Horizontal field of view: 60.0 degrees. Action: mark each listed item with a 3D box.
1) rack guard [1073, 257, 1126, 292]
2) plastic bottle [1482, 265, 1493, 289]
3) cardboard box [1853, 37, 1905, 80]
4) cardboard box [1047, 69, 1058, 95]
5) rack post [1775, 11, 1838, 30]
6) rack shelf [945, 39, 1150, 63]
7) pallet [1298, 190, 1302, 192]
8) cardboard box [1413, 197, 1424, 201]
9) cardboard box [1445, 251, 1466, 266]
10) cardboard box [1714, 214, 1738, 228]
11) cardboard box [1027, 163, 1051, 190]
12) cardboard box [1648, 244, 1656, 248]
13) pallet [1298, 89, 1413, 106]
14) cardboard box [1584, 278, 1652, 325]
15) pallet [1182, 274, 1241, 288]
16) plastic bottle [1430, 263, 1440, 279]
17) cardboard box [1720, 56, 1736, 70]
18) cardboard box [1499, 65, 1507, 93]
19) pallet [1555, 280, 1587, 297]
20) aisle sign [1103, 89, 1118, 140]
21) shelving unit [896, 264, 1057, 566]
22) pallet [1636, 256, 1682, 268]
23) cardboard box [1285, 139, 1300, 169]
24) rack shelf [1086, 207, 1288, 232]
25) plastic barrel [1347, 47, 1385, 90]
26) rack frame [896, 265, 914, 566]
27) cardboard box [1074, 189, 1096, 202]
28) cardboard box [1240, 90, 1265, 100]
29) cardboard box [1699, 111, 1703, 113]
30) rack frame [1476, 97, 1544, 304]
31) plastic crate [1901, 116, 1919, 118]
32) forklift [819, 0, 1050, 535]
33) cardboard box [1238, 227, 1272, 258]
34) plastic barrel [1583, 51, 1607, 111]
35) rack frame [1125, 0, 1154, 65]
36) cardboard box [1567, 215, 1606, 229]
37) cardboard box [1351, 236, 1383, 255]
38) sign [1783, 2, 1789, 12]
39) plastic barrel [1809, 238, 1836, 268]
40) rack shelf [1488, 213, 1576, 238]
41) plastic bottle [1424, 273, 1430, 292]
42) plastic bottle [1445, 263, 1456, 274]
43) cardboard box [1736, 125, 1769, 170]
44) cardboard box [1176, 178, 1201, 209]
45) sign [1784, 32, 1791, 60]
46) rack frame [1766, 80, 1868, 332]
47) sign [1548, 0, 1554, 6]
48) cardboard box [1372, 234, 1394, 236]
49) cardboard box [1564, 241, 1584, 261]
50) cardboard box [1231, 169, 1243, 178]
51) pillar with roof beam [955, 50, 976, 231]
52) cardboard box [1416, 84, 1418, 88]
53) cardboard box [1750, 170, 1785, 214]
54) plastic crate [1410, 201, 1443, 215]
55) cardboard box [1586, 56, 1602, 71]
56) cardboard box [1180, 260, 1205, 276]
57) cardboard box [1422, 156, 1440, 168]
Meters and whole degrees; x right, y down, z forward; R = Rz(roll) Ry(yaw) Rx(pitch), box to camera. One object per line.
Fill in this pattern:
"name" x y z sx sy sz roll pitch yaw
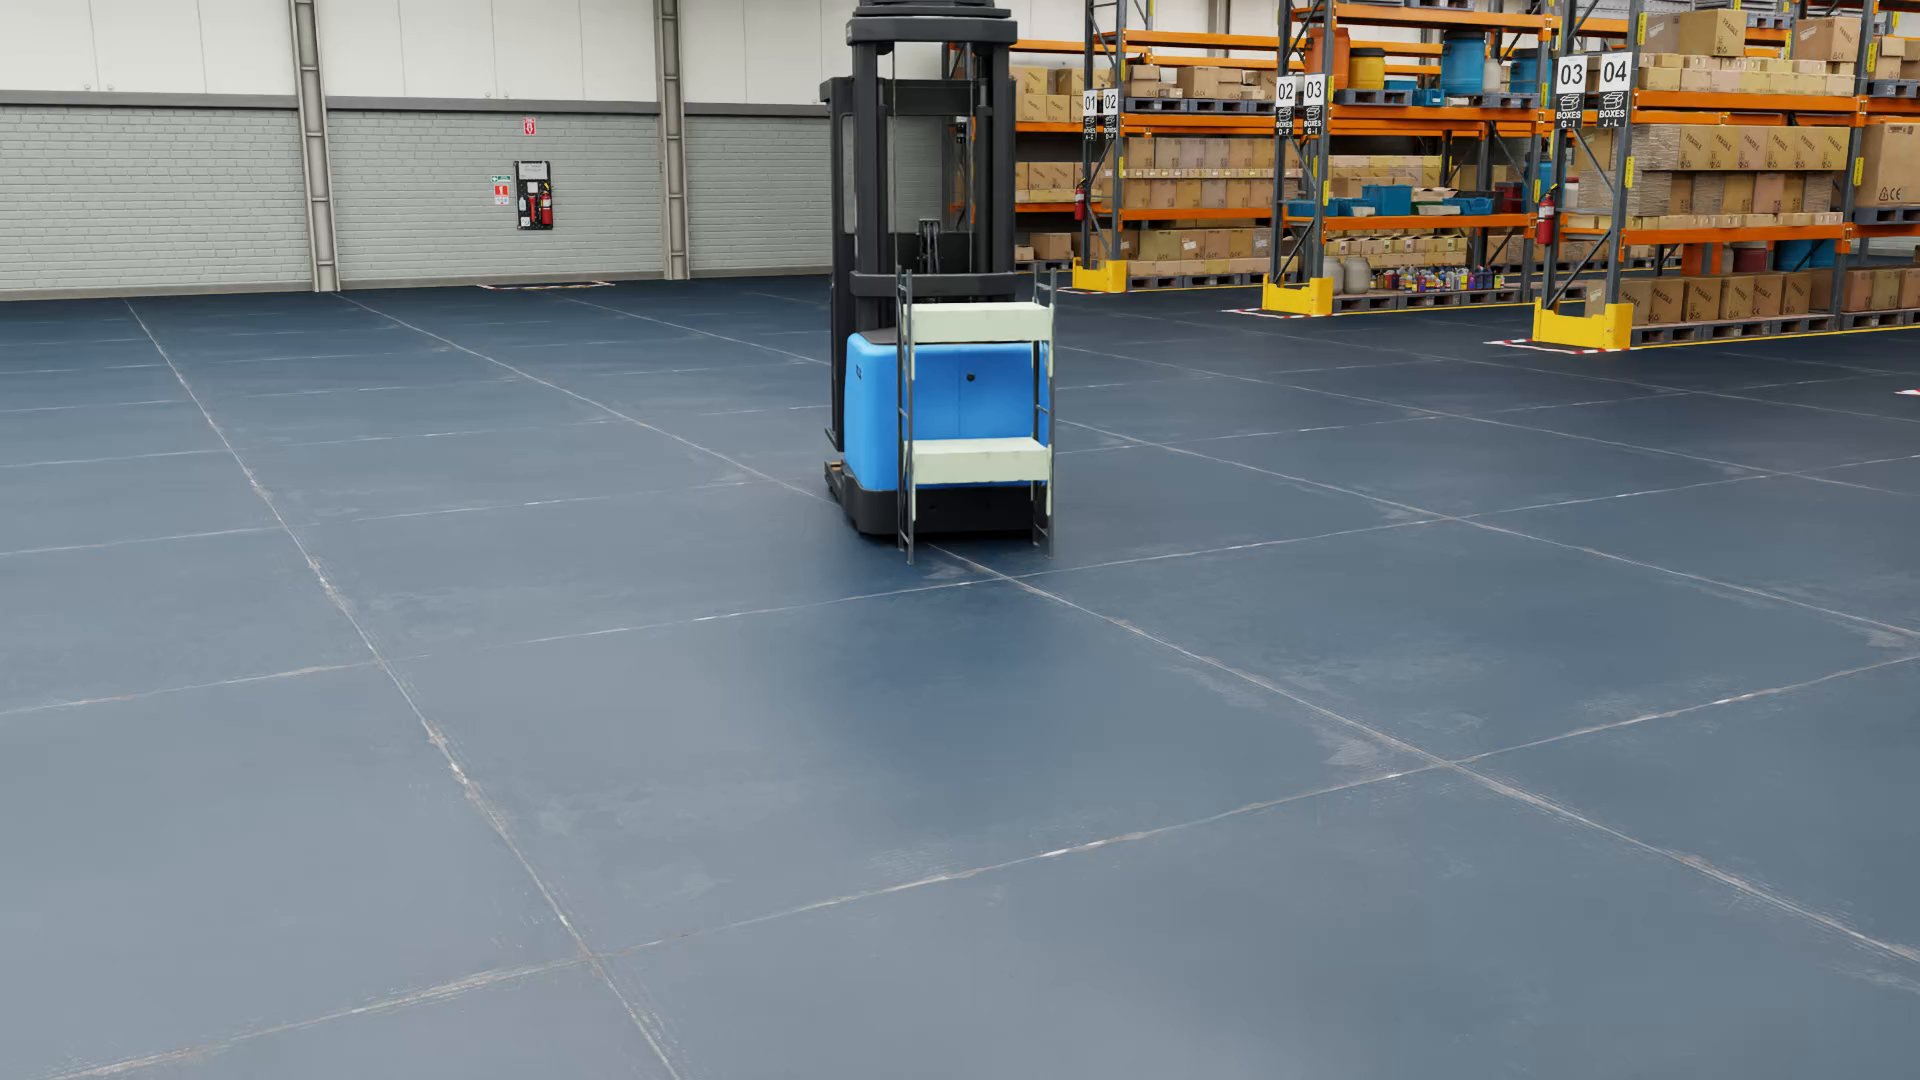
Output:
"rack guard" 2.300 -4.397 27.509 0.348 0.500 1.175 -7 14 -28
"plastic bottle" 7.775 -3.884 24.566 0.185 0.351 0.144 -7 15 -29
"cardboard box" 11.035 -5.879 20.379 0.637 0.503 0.797 -8 15 -31
"cardboard box" 1.559 -8.837 32.163 0.500 0.500 0.500 -7 14 -28
"rack post" 13.508 -8.372 26.952 0.954 0.300 0.937 -5 14 -22
"rack shelf" 1.700 -9.358 31.841 4.000 0.370 1.077 -7 14 -28
"pallet" 6.391 -7.226 34.822 1.003 0.211 1.213 -7 14 -28
"cardboard box" 8.250 -6.193 30.368 0.250 0.149 0.380 -6 14 -24
"cardboard box" 8.998 -5.222 30.786 0.500 0.250 0.500 -6 14 -27
"cardboard box" 8.792 -3.710 19.335 0.250 0.149 0.380 -7 14 -28
"cardboard box" 1.402 -6.971 31.842 0.500 0.500 0.500 -7 15 -30
"cardboard box" 13.876 -5.978 33.962 0.500 0.311 0.500 -7 14 -28
"pallet" 5.464 -6.104 22.996 1.213 0.211 1.003 -7 14 -28
"cardboard box" 7.620 -2.757 19.267 0.500 0.500 0.500 -4 13 -17
"pallet" 4.042 -4.475 28.511 1.213 0.211 1.003 -7 14 -28
"plastic bottle" 7.129 -3.982 25.004 0.185 0.351 0.144 -8 15 -30
"cardboard box" 8.575 -5.409 18.914 0.250 0.149 0.380 -8 15 -30
"cardboard box" 9.729 -8.505 30.733 0.500 0.500 0.500 -7 14 -28
"pallet" 9.945 -3.944 26.152 1.213 0.211 1.003 -7 14 -28
"aisle sign" 2.410 -6.821 26.667 0.004 0.787 0.394 -7 14 -28
"shelving unit" 0.077 -0.655 8.604 0.755 1.500 0.431 -2 13 -10
"pallet" 14.529 -5.722 34.055 1.213 0.211 1.003 -7 14 -28
"cardboard box" 5.445 -6.674 28.749 0.500 0.500 0.700 -7 14 -28
"rack shelf" 4.076 -5.478 28.259 4.000 0.370 1.077 -7 14 -28
"plastic barrel" 5.631 -6.569 23.248 0.600 0.588 0.600 0 13 0
"rack frame" -0.283 -0.641 8.539 0.023 1.500 0.400 -2 13 -10
"cardboard box" 2.309 -6.716 32.415 0.500 0.250 0.500 -7 14 -28
"cardboard box" 4.904 -7.474 27.954 0.250 0.149 0.380 -7 14 -28
"cardboard box" 14.717 -8.433 33.257 0.500 0.250 0.500 -7 14 -28
"rack frame" 8.202 -5.085 24.872 0.127 3.000 1.000 -7 14 -28
"plastic crate" 16.445 -7.404 28.642 0.590 0.269 0.497 -7 14 -28
"forklift" -0.257 -1.731 10.127 1.130 2.935 3.031 -2 13 -10
"cardboard box" 5.085 -5.128 28.661 0.500 0.500 0.500 -7 14 -28
"plastic barrel" 9.692 -7.026 25.522 0.708 0.901 0.600 -7 14 -28
"rack frame" 3.455 -9.921 32.697 0.127 3.000 1.000 -7 14 -28
"cardboard box" 7.215 -3.657 19.098 0.250 0.149 0.380 -7 14 -28
"cardboard box" 7.209 -5.279 29.762 0.500 0.311 0.500 -7 15 -30
"sign" 16.613 -10.653 33.461 0.005 0.325 0.100 -7 14 -28
"plastic barrel" 14.738 -5.054 28.556 0.708 0.901 0.600 -7 14 -28
"rack shelf" 9.957 -4.944 25.886 4.000 0.370 1.077 -7 14 -28
"plastic bottle" 6.733 -3.714 23.994 0.097 0.271 0.097 0 13 0
"plastic bottle" 7.364 -3.974 24.969 0.185 0.351 0.144 -7 14 -28
"cardboard box" 8.994 -4.555 19.333 0.500 0.500 0.500 -7 14 -28
"cardboard box" 3.634 -5.822 27.918 0.500 0.500 0.700 -7 14 -27
"sign" 10.306 -6.145 20.675 0.005 0.325 0.100 -7 14 -28
"rack frame" 10.575 -4.130 20.630 0.127 3.000 1.000 -7 14 -28
"sign" 8.456 -7.803 23.760 0.005 0.325 0.100 -7 14 -28
"cardboard box" 7.837 -5.489 30.697 0.500 0.311 0.500 -7 15 -29
"cardboard box" 11.680 -5.666 32.147 0.500 0.500 0.500 -7 14 -27
"cardboard box" 4.581 -6.202 28.130 0.250 0.149 0.380 -6 14 -26
"pillar with roof beam" 2.207 -8.911 28.208 0.400 9.000 9.100 -7 14 -28
"cardboard box" 9.642 -9.861 36.325 0.500 0.250 0.500 -6 14 -24
"cardboard box" 9.304 -4.171 19.906 0.500 0.500 0.875 -7 14 -28
"plastic crate" 6.875 -4.893 24.502 0.662 0.188 0.450 -7 14 -28
"cardboard box" 7.158 -5.384 18.801 0.250 0.149 0.380 -7 14 -28
"cardboard box" 3.774 -4.602 28.032 0.500 0.250 0.500 -7 14 -28
"cardboard box" 10.189 -8.307 36.529 0.500 0.250 0.500 -6 14 -26
